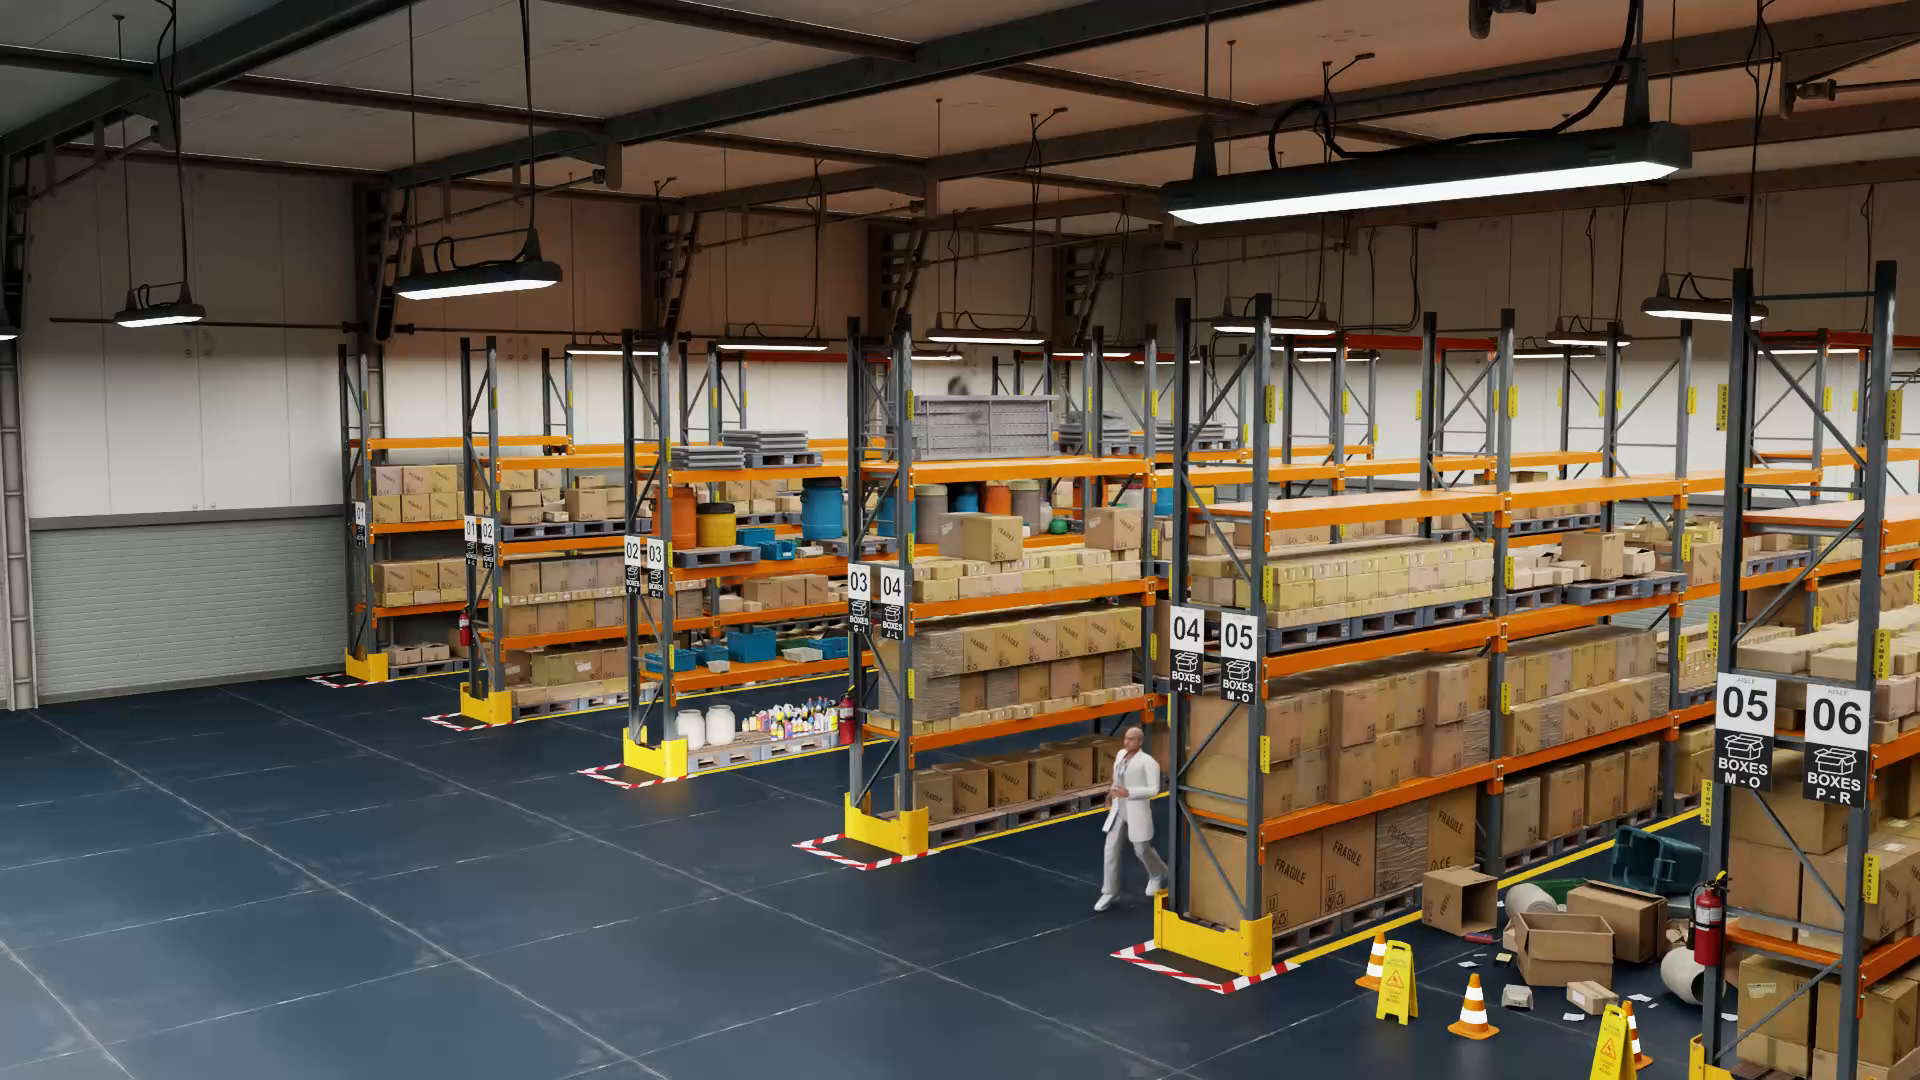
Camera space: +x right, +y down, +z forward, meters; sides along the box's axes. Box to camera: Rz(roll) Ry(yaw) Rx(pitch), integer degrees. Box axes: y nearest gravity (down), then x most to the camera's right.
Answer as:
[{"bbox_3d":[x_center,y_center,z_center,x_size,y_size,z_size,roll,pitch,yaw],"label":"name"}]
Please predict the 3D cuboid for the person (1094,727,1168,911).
[{"bbox_3d":[1.730,2.758,16.703,0.710,1.778,1.015,5,7,43],"label":"person"}]

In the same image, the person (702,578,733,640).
[{"bbox_3d":[-4.666,1.556,31.786,0.710,1.569,0.943,4,6,35],"label":"person"}]
